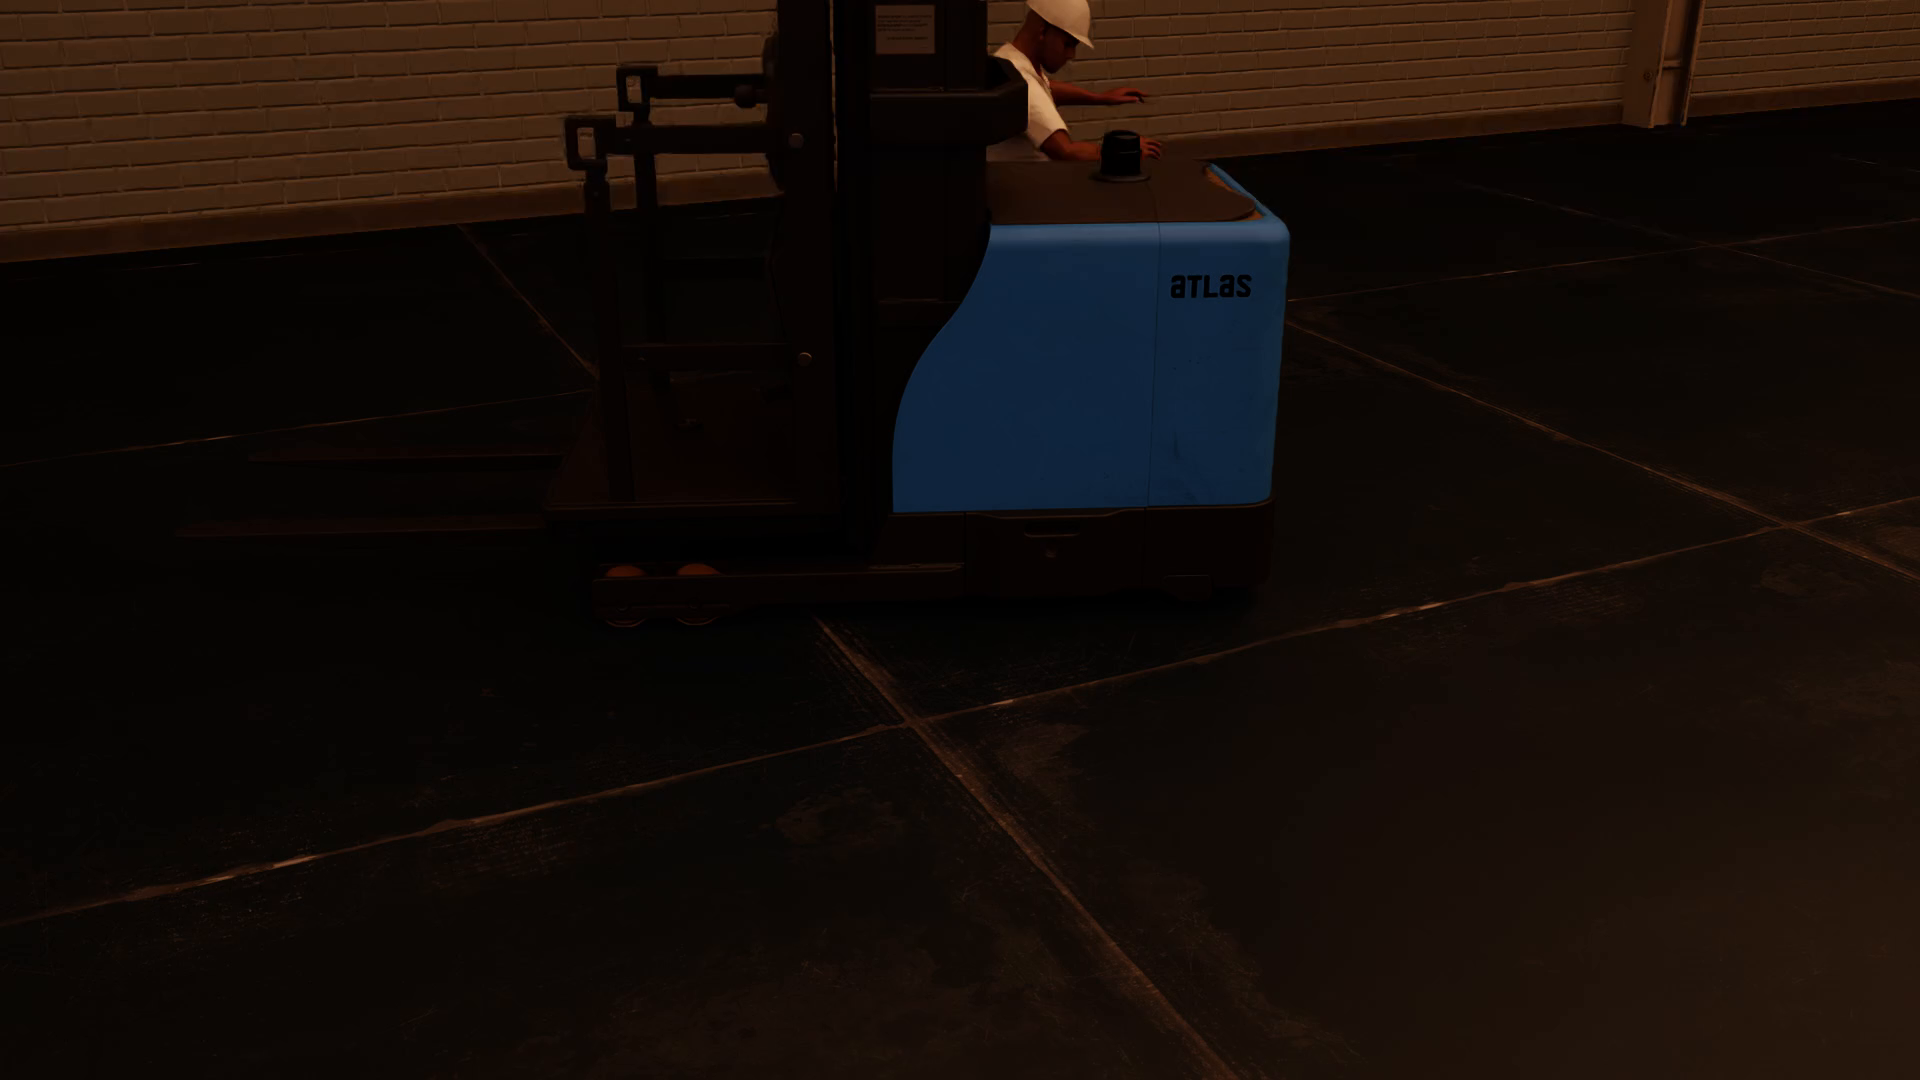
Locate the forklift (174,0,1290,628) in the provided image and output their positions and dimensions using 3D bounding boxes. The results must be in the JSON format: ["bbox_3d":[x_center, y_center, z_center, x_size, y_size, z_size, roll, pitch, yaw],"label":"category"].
[{"bbox_3d":[-0.665,-1.323,4.472,3.031,2.935,1.130,-1,23,-3],"label":"forklift"}]

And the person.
[{"bbox_3d":[0.374,-1.266,6.165,0.698,1.533,1.196,1,23,2],"label":"person"}]
